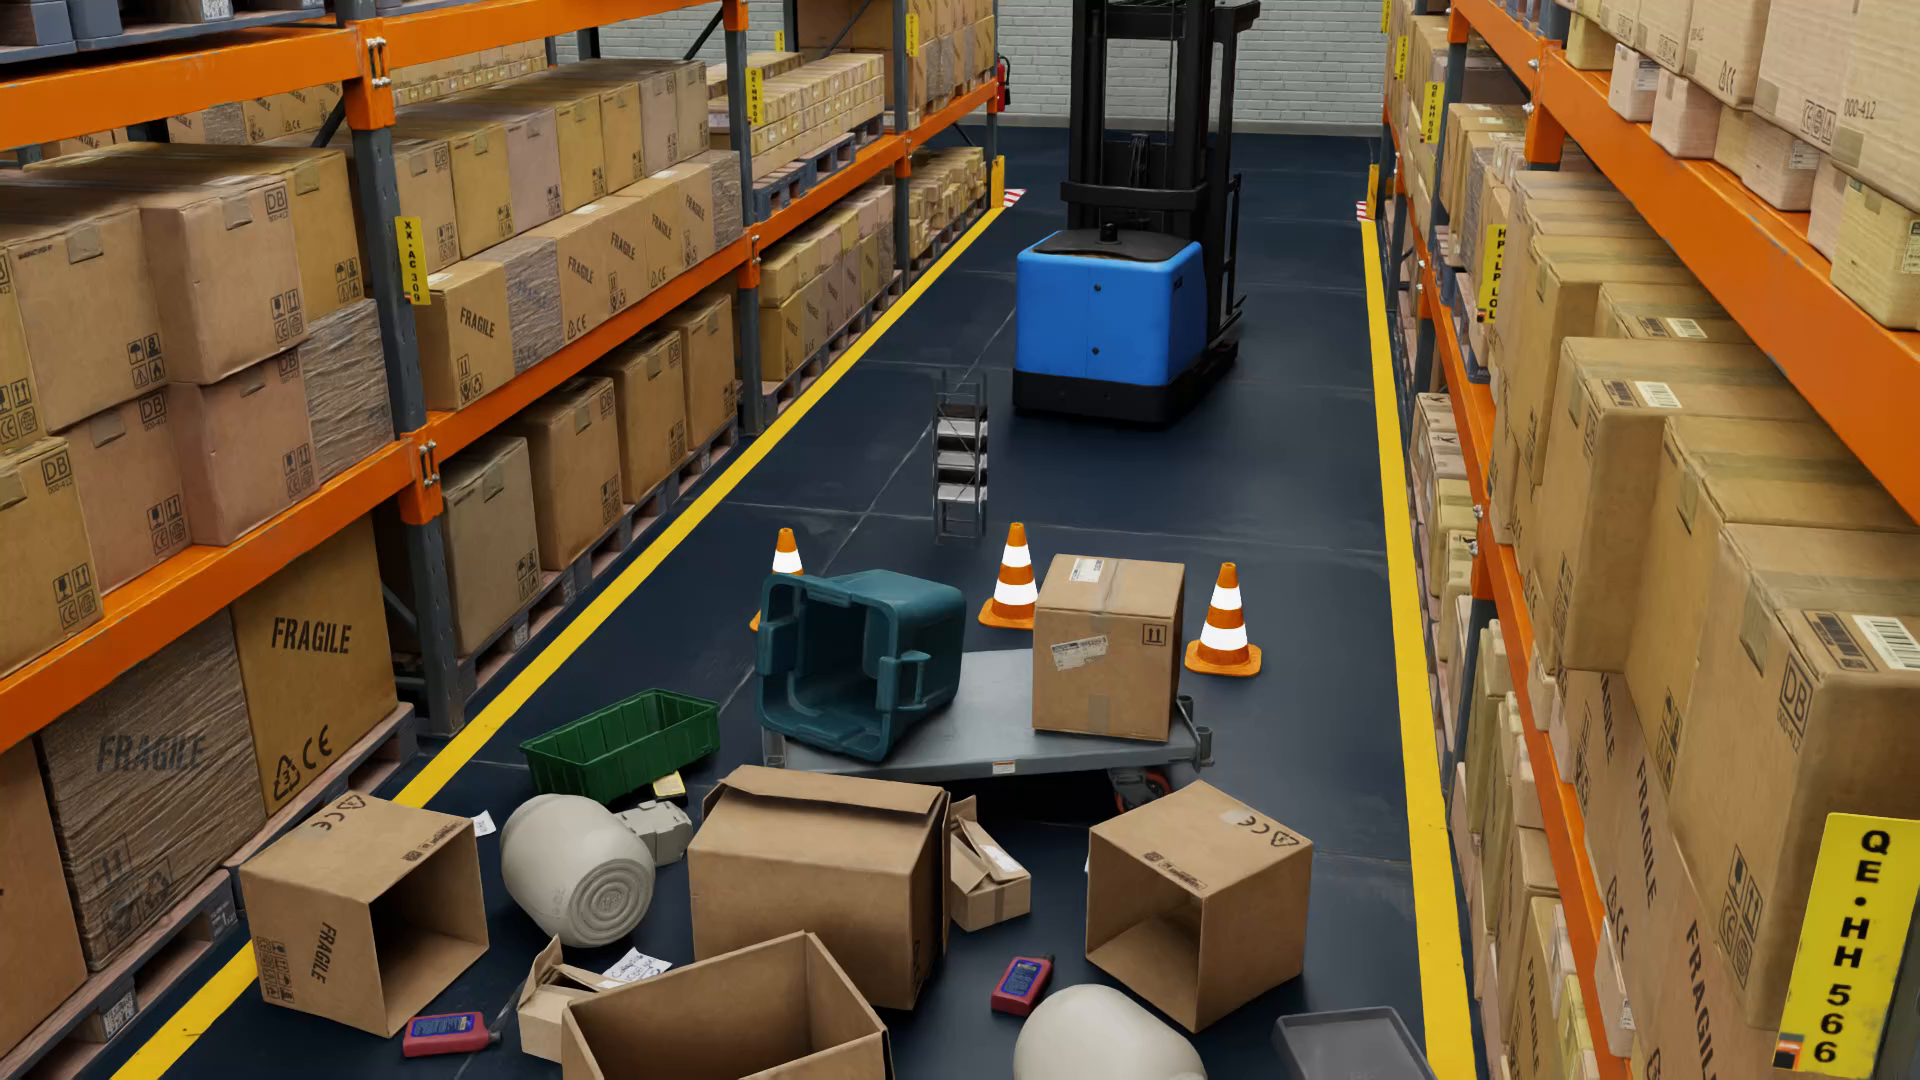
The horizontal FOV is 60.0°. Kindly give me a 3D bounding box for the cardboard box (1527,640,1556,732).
[{"bbox_3d":[1.658,0.383,4.224,0.380,0.149,0.250,5,22,11],"label":"cardboard box"}]

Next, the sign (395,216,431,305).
[{"bbox_3d":[-2.016,-1.028,6.127,0.100,0.325,0.005,4,22,11],"label":"sign"}]

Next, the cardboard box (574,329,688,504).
[{"bbox_3d":[-2.131,-0.710,9.051,1.050,0.750,0.750,5,22,12],"label":"cardboard box"}]

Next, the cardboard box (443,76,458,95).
[{"bbox_3d":[-5.113,-4.413,16.132,0.380,0.149,0.250,5,22,12],"label":"cardboard box"}]

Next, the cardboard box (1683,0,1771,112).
[{"bbox_3d":[1.536,-0.870,2.786,0.500,0.250,0.500,5,22,12],"label":"cardboard box"}]

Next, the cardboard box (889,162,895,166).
[{"bbox_3d":[-0.702,-3.613,16.267,0.380,0.149,0.250,5,23,13],"label":"cardboard box"}]

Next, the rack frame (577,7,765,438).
[{"bbox_3d":[-1.744,-2.095,10.040,1.000,3.000,0.127,4,22,11],"label":"rack frame"}]

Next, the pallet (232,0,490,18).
[{"bbox_3d":[-2.421,-2.274,6.725,0.805,0.209,1.217,4,22,9],"label":"pallet"}]

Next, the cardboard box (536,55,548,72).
[{"bbox_3d":[-4.697,-5.164,17.996,0.380,0.149,0.250,5,22,12],"label":"cardboard box"}]

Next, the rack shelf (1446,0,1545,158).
[{"bbox_3d":[2.715,-2.081,6.952,1.077,0.370,4.000,4,22,11],"label":"rack shelf"}]

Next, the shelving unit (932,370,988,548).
[{"bbox_3d":[0.002,-0.420,8.693,0.258,0.900,0.210,4,22,11],"label":"shelving unit"}]

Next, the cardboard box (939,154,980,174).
[{"bbox_3d":[-0.007,-3.764,16.642,0.380,0.149,0.250,4,22,10],"label":"cardboard box"}]

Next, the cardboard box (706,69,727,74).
[{"bbox_3d":[-1.721,-3.330,12.084,0.380,0.149,0.250,5,23,13],"label":"cardboard box"}]

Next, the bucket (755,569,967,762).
[{"bbox_3d":[-0.331,0.407,6.175,0.726,0.611,0.620,13,15,29],"label":"bucket"}]

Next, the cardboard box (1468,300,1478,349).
[{"bbox_3d":[2.278,-0.865,6.759,0.380,0.149,0.250,5,22,11],"label":"cardboard box"}]

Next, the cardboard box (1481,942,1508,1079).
[{"bbox_3d":[1.718,1.375,4.544,0.500,0.250,0.500,4,22,10],"label":"cardboard box"}]

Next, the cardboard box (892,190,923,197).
[{"bbox_3d":[-0.537,-3.009,14.766,0.380,0.149,0.250,4,22,10],"label":"cardboard box"}]

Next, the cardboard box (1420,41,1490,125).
[{"bbox_3d":[3.177,-2.843,10.425,0.500,0.500,0.500,4,22,11],"label":"cardboard box"}]

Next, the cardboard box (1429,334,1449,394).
[{"bbox_3d":[3.345,-1.210,10.124,0.875,0.875,0.875,4,22,10],"label":"cardboard box"}]

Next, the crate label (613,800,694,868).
[{"bbox_3d":[-1.128,1.063,6.032,0.298,0.136,0.250,-11,25,-26],"label":"crate label"}]

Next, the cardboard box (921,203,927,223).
[{"bbox_3d":[-0.504,-2.966,15.059,0.380,0.149,0.250,3,22,8],"label":"cardboard box"}]

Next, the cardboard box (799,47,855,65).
[{"bbox_3d":[-1.105,-3.940,14.090,0.500,0.500,0.500,4,22,11],"label":"cardboard box"}]

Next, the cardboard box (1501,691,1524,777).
[{"bbox_3d":[1.734,0.565,4.682,0.380,0.149,0.250,5,23,13],"label":"cardboard box"}]

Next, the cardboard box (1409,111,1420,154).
[{"bbox_3d":[3.264,-2.680,11.024,0.500,0.250,0.500,4,22,9],"label":"cardboard box"}]

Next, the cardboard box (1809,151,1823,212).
[{"bbox_3d":[1.512,-0.531,2.478,0.380,0.149,0.250,5,22,11],"label":"cardboard box"}]

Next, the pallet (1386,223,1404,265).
[{"bbox_3d":[4.417,-2.643,15.135,1.003,0.211,1.213,4,22,11],"label":"pallet"}]

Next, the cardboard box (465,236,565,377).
[{"bbox_3d":[-2.087,-1.035,7.274,0.500,0.500,0.500,5,22,11],"label":"cardboard box"}]

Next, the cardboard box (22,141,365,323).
[{"bbox_3d":[-2.669,-1.070,5.849,0.875,0.550,0.550,4,22,11],"label":"cardboard box"}]

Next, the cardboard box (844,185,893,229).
[{"bbox_3d":[-0.832,-2.649,13.196,0.500,0.250,0.500,4,22,9],"label":"cardboard box"}]

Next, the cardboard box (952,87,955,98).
[{"bbox_3d":[-0.250,-4.299,15.849,0.380,0.149,0.250,4,22,9],"label":"cardboard box"}]

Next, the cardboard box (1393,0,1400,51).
[{"bbox_3d":[4.182,-4.658,14.932,0.500,0.500,0.500,4,22,11],"label":"cardboard box"}]

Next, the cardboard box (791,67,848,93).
[{"bbox_3d":[-1.034,-3.372,12.188,0.380,0.149,0.250,4,22,9],"label":"cardboard box"}]

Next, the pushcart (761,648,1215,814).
[{"bbox_3d":[0.064,0.769,6.438,1.648,0.377,0.936,-3,22,-8],"label":"pushcart"}]

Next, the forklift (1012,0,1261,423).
[{"bbox_3d":[1.367,-2.616,11.426,1.130,2.935,3.031,9,23,20],"label":"forklift"}]

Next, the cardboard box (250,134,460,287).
[{"bbox_3d":[-2.464,-1.324,6.654,0.700,0.500,0.500,4,22,10],"label":"cardboard box"}]

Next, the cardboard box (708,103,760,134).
[{"bbox_3d":[-1.459,-2.605,10.284,0.380,0.149,0.250,4,22,11],"label":"cardboard box"}]

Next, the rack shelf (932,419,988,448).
[{"bbox_3d":[0.002,-0.556,8.638,0.258,0.077,0.200,4,22,11],"label":"rack shelf"}]

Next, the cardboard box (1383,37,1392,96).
[{"bbox_3d":[4.376,-4.573,16.059,0.500,0.500,0.500,4,22,10],"label":"cardboard box"}]

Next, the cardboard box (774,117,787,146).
[{"bbox_3d":[-1.344,-2.670,10.843,0.380,0.149,0.250,4,22,9],"label":"cardboard box"}]

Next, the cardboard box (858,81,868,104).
[{"bbox_3d":[-0.922,-3.426,12.722,0.380,0.149,0.250,5,23,13],"label":"cardboard box"}]

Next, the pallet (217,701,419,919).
[{"bbox_3d":[-2.792,0.934,6.253,1.003,0.211,1.213,4,22,11],"label":"pallet"}]

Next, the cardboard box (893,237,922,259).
[{"bbox_3d":[-0.539,-2.539,14.396,0.380,0.149,0.250,3,22,9],"label":"cardboard box"}]

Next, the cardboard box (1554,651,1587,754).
[{"bbox_3d":[1.665,0.218,3.765,0.500,0.500,0.500,5,22,12],"label":"cardboard box"}]

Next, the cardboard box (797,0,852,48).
[{"bbox_3d":[-1.096,-4.398,13.889,0.500,0.500,0.500,4,22,9],"label":"cardboard box"}]

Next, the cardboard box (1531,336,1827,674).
[{"bbox_3d":[1.495,-0.059,3.115,0.700,0.500,0.500,4,22,10],"label":"cardboard box"}]

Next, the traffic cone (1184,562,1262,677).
[{"bbox_3d":[1.189,0.325,7.427,0.336,0.463,0.334,4,22,11],"label":"traffic cone"}]

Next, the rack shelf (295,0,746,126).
[{"bbox_3d":[-2.152,-2.421,7.797,1.077,0.370,4.000,4,22,11],"label":"rack shelf"}]

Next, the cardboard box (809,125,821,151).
[{"bbox_3d":[-1.186,-2.806,11.581,0.380,0.149,0.250,5,22,12],"label":"cardboard box"}]

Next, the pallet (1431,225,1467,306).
[{"bbox_3d":[3.082,-1.397,8.563,1.213,0.211,1.003,4,22,11],"label":"pallet"}]

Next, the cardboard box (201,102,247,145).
[{"bbox_3d":[-5.905,-3.272,12.830,0.500,0.500,0.500,5,22,11],"label":"cardboard box"}]

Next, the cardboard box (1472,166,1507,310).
[{"bbox_3d":[2.387,-1.227,6.790,0.500,0.500,0.500,5,23,13],"label":"cardboard box"}]

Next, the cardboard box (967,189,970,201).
[{"bbox_3d":[-0.106,-3.493,16.765,0.380,0.149,0.250,4,22,11],"label":"cardboard box"}]

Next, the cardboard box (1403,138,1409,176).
[{"bbox_3d":[3.366,-2.631,11.573,0.500,0.250,0.500,4,22,10],"label":"cardboard box"}]

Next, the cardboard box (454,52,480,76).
[{"bbox_3d":[-5.095,-4.744,16.421,0.500,0.250,0.500,4,22,11],"label":"cardboard box"}]
